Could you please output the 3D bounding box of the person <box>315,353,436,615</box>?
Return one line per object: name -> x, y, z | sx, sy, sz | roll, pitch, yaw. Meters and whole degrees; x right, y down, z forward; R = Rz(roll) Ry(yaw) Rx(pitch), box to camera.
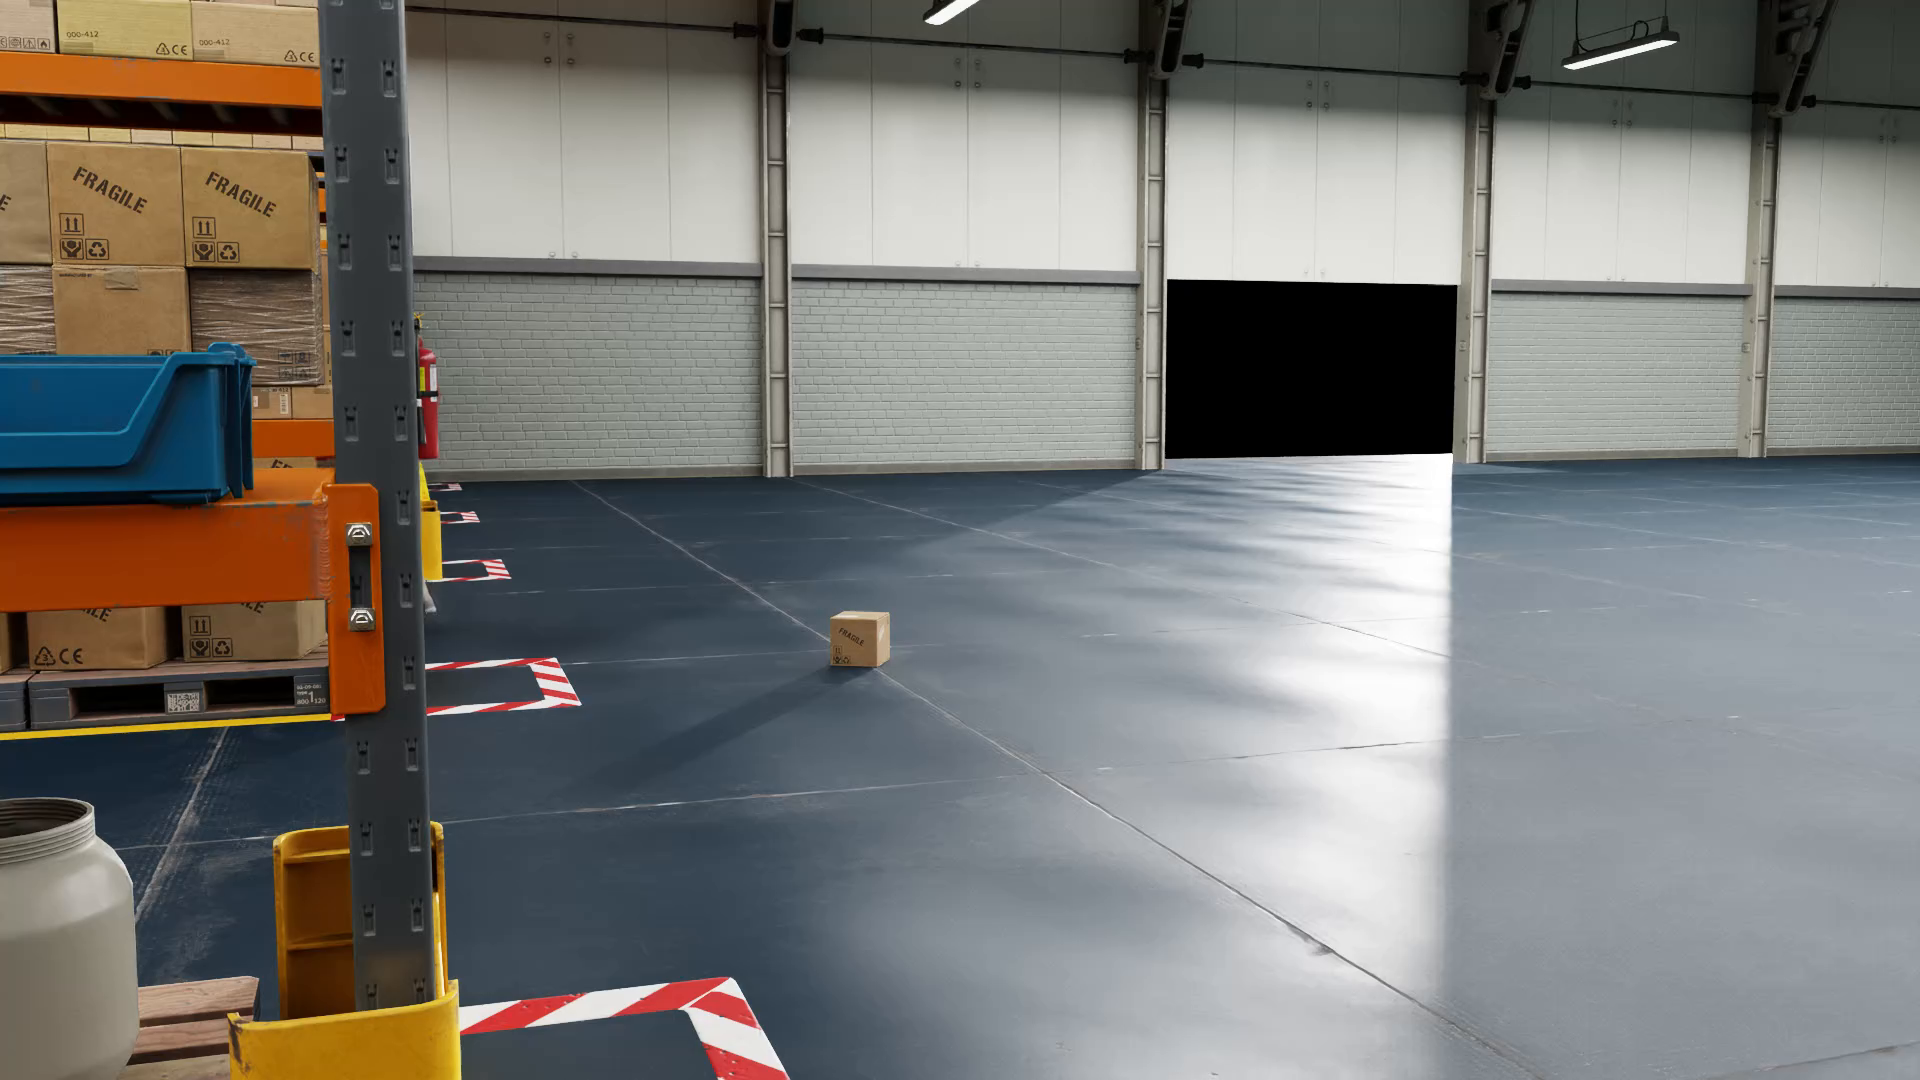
person -> -3.595, -0.329, 9.744 | 1.040, 1.678, 0.551 | 2, 6, 21
